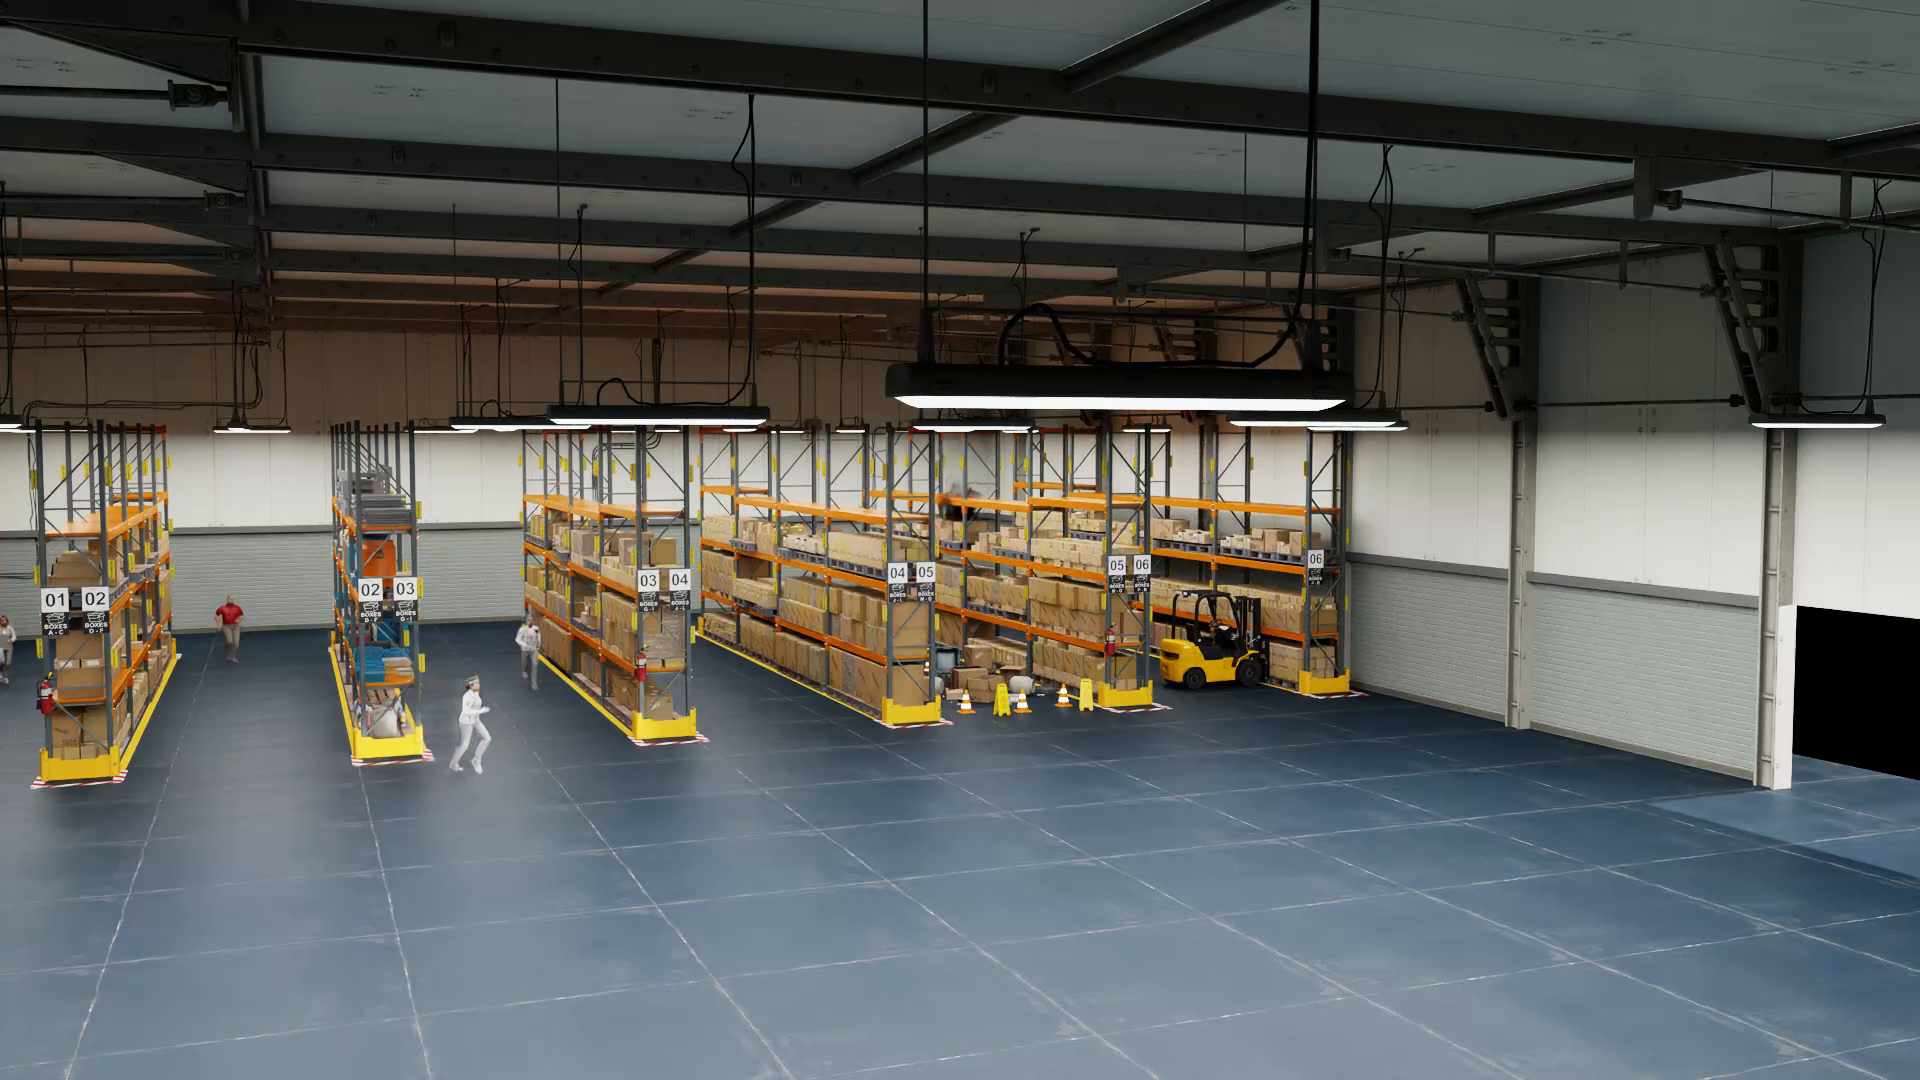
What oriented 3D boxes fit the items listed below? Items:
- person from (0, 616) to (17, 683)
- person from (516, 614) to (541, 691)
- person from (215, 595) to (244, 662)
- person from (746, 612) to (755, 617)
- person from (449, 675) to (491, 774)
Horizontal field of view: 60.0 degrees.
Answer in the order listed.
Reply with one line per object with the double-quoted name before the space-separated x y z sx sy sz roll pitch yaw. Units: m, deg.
"person" -22.048 2.534 38.354 0.516 1.560 0.587 -3 4 -37
"person" -9.813 2.529 37.854 0.584 1.701 1.092 -1 4 -21
"person" -18.415 2.244 42.022 0.649 1.684 0.633 -3 5 -38
"person" -6.175 1.854 49.158 0.808 1.700 0.581 2 4 27
"person" -8.297 3.119 28.157 0.793 1.685 0.641 1 4 11
